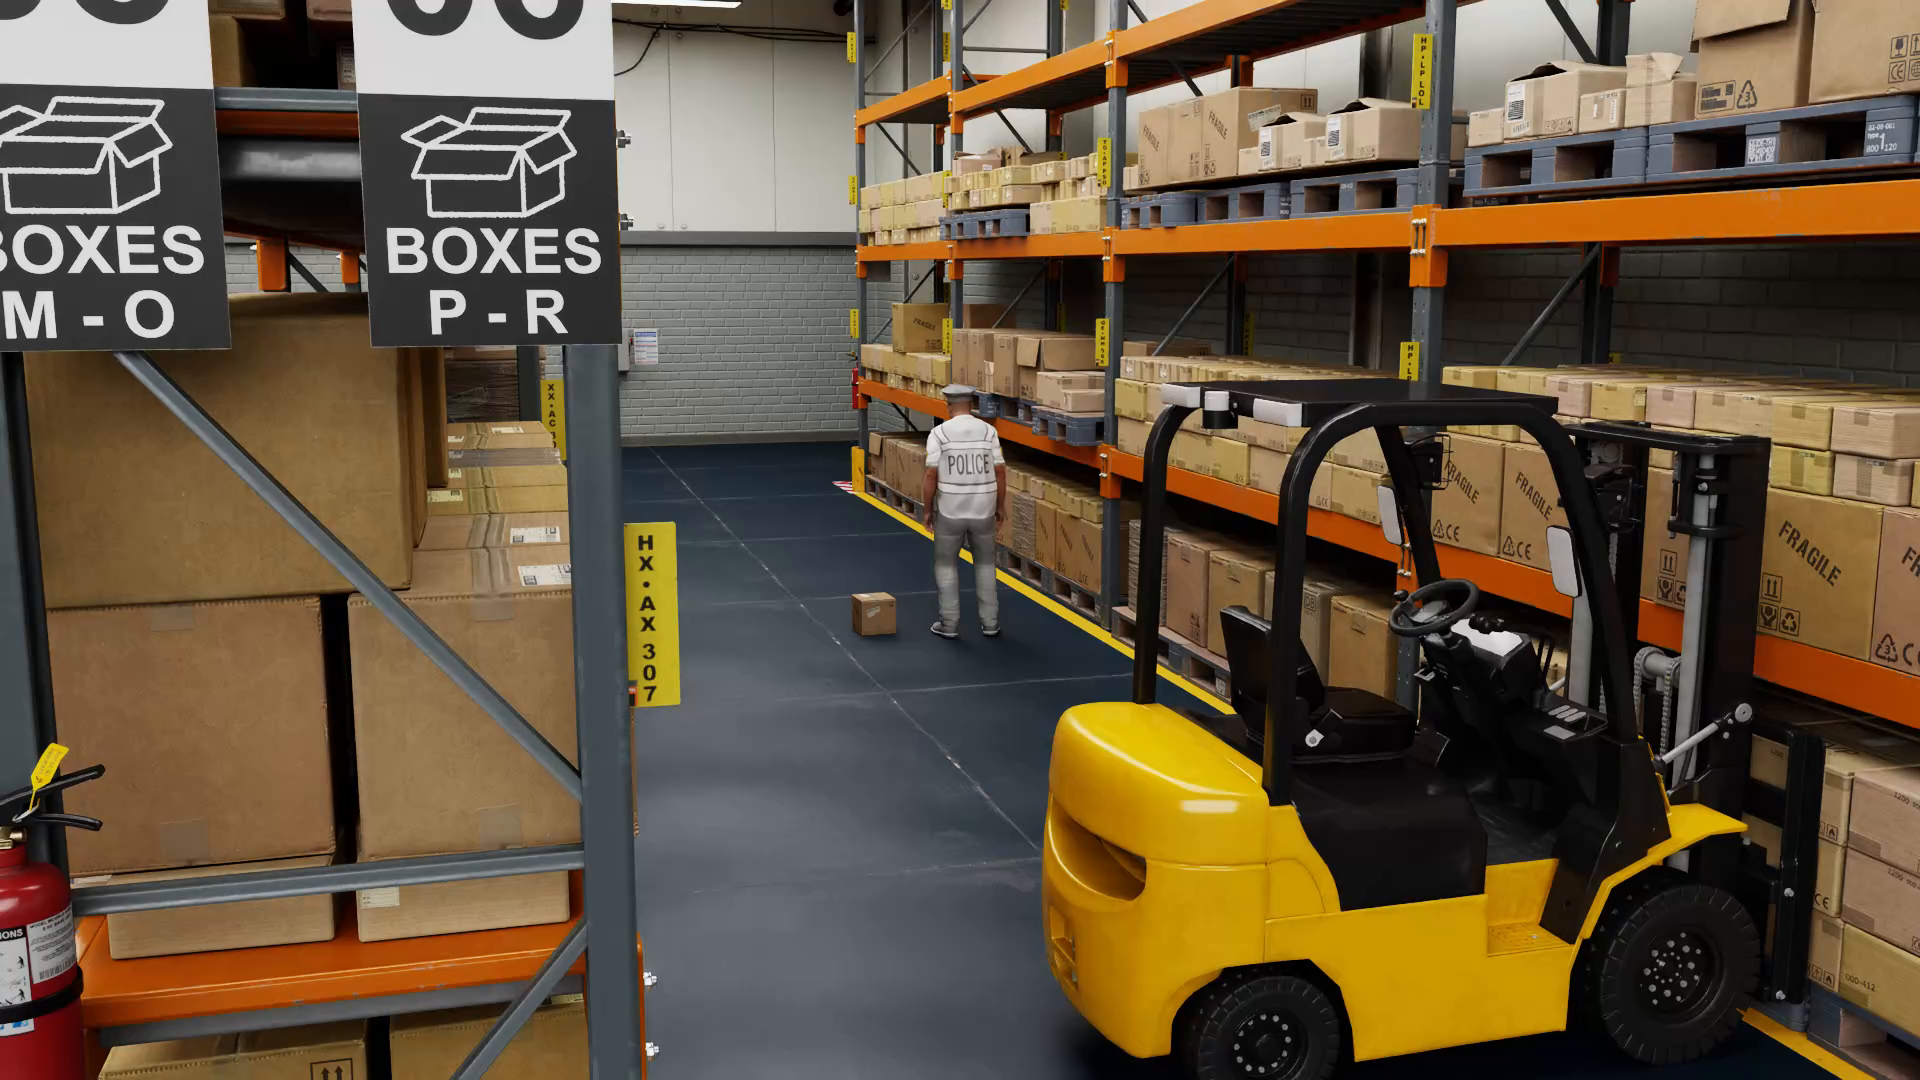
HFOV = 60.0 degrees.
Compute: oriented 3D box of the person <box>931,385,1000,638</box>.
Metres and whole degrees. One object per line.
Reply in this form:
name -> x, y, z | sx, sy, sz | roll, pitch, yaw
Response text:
person -> 0.056, -0.205, 11.618 | 0.500, 1.747, 0.335 | -2, 9, -12
